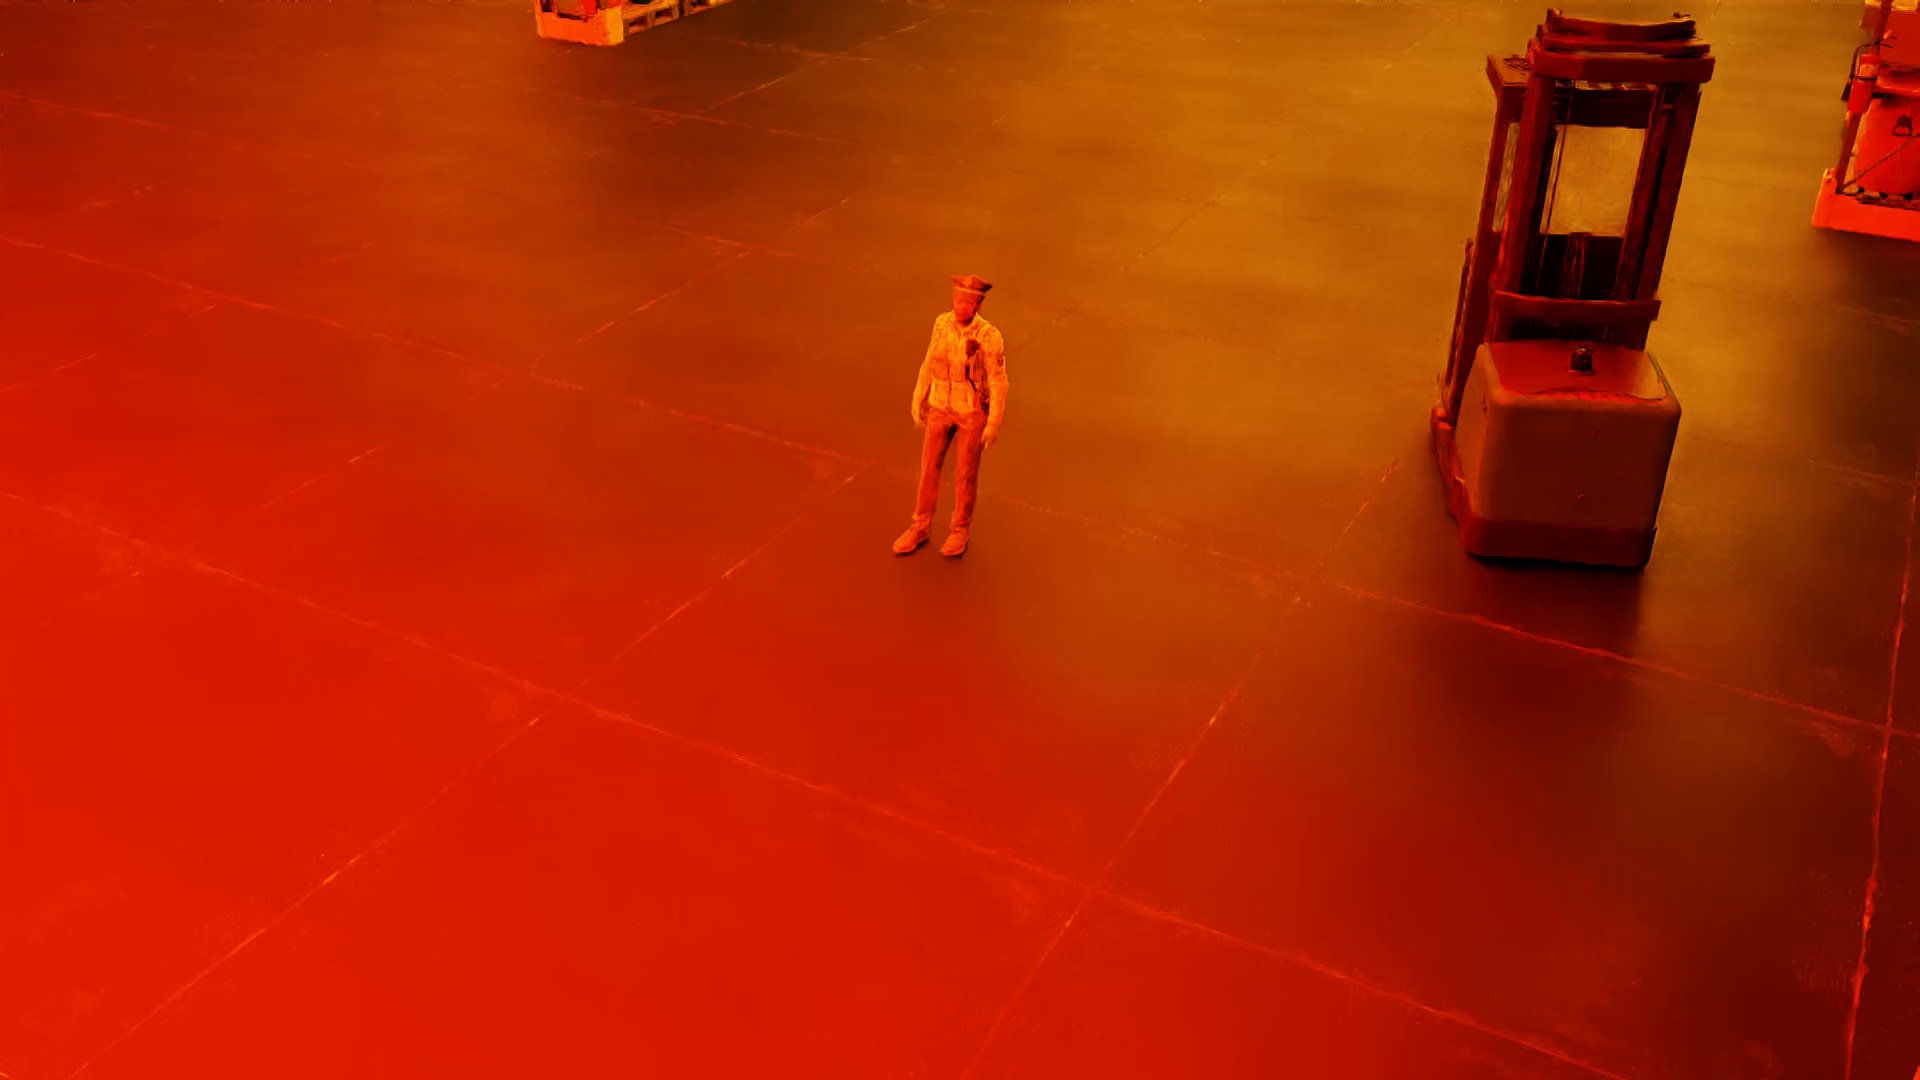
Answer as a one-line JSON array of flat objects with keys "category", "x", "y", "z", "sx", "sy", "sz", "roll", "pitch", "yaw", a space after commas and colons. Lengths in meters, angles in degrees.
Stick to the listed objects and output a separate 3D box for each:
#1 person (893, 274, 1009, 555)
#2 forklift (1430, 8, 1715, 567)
[{"category": "person", "x": -0.039, "y": -0.712, "z": 9.527, "sx": 0.586, "sy": 1.695, "sz": 0.532, "roll": 15, "pitch": 33, "yaw": 25}, {"category": "forklift", "x": 3.702, "y": -1.831, "z": 10.244, "sx": 1.130, "sy": 2.935, "sz": 3.031, "roll": 4, "pitch": 30, "yaw": 8}]
